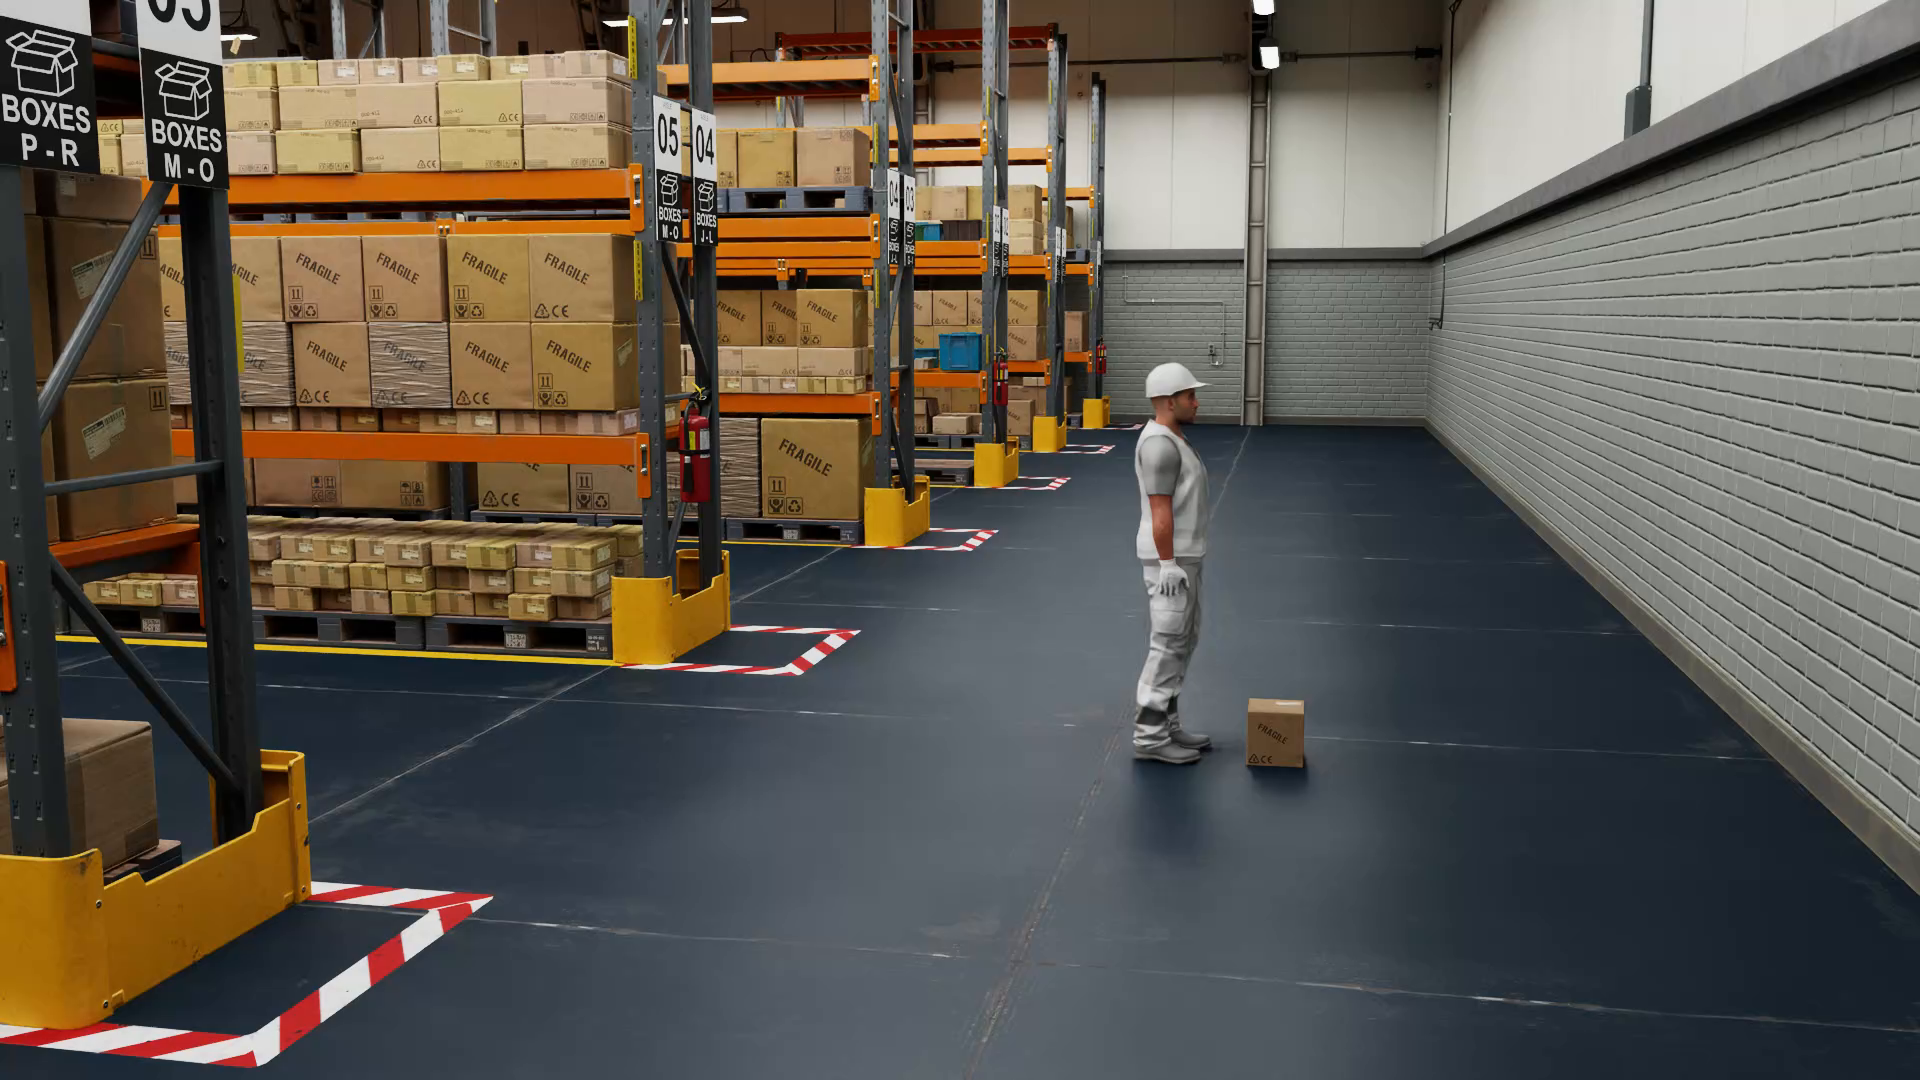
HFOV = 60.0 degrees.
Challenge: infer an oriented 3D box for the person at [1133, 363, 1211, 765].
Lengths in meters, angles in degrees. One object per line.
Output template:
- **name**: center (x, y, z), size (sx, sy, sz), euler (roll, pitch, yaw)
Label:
- **person**: center (0.968, 0.097, 7.522), size (0.352, 1.786, 0.524), euler (2, 8, 13)
